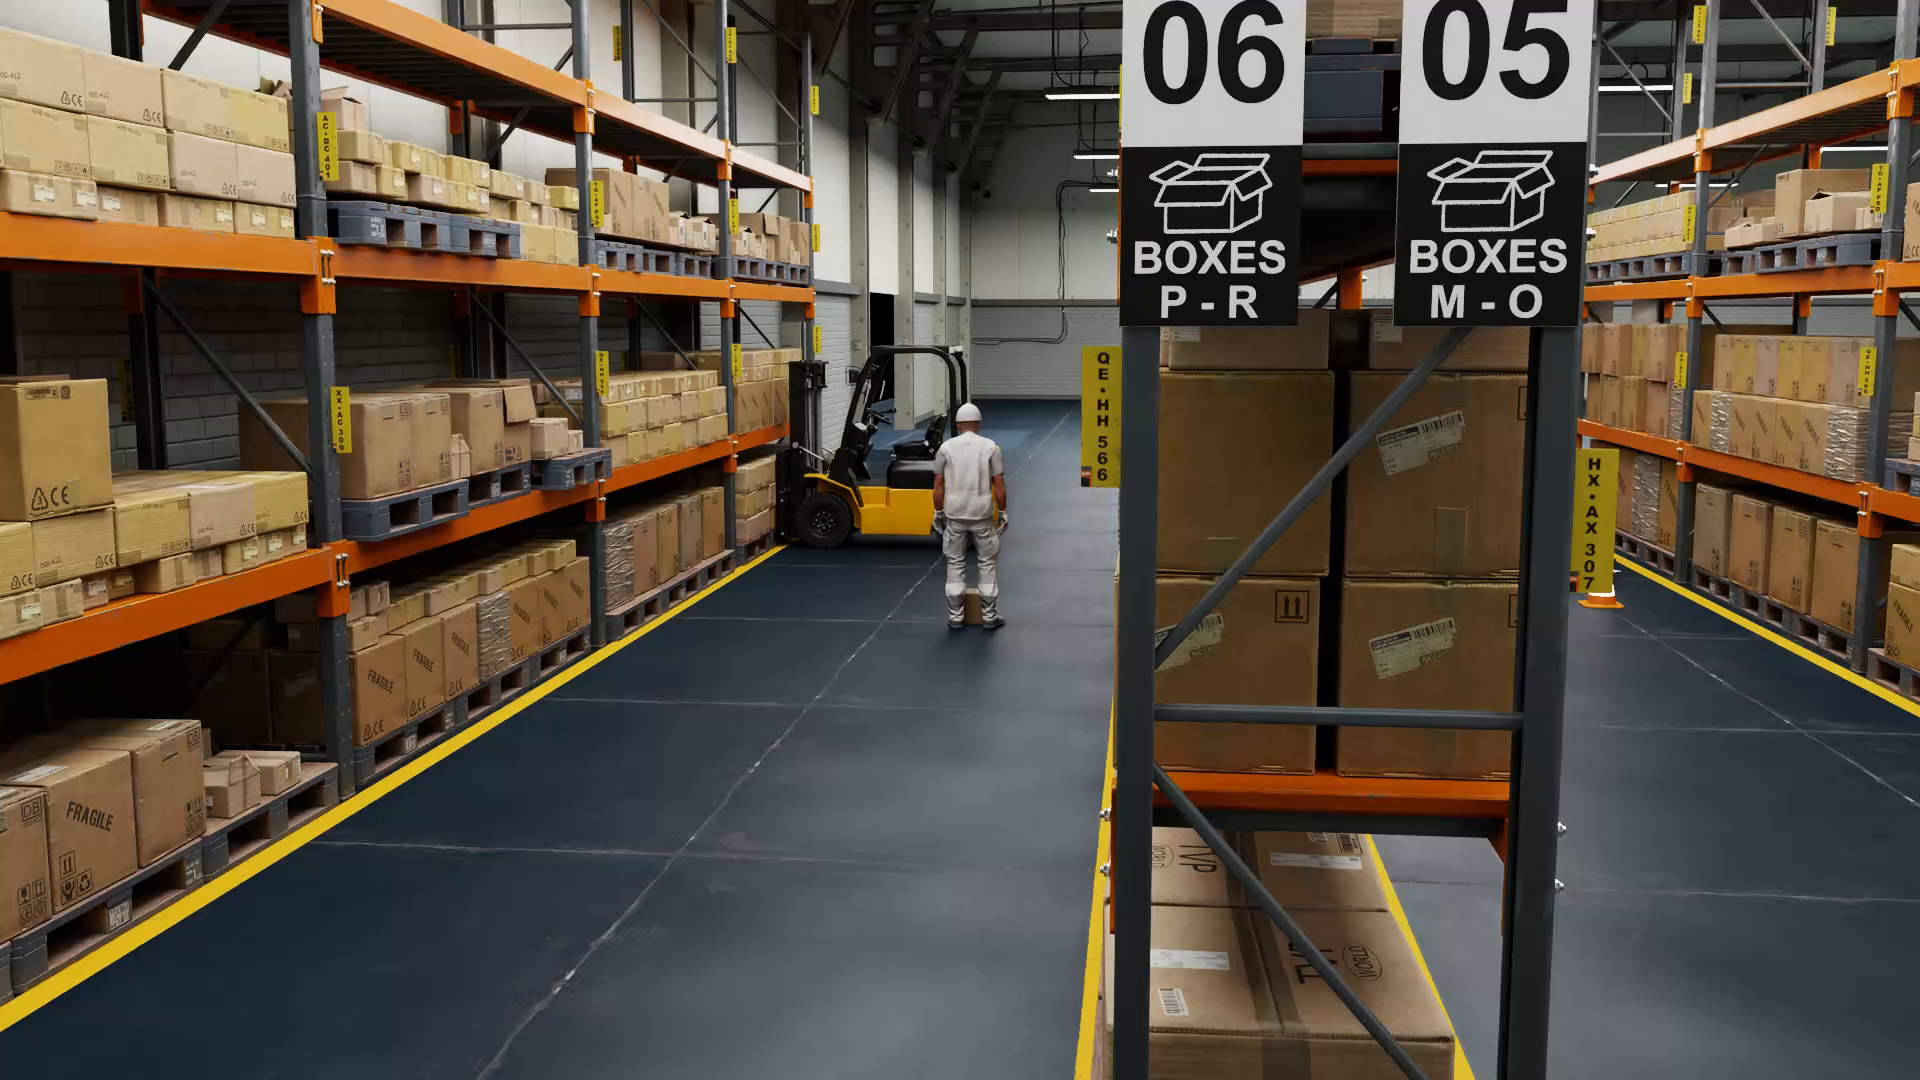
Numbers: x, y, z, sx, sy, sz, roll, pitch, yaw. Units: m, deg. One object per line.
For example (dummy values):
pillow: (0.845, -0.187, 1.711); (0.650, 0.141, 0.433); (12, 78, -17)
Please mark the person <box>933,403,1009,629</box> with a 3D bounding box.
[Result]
person: (0.086, -0.189, 13.170); (0.606, 1.778, 0.453); (1, 8, 6)
